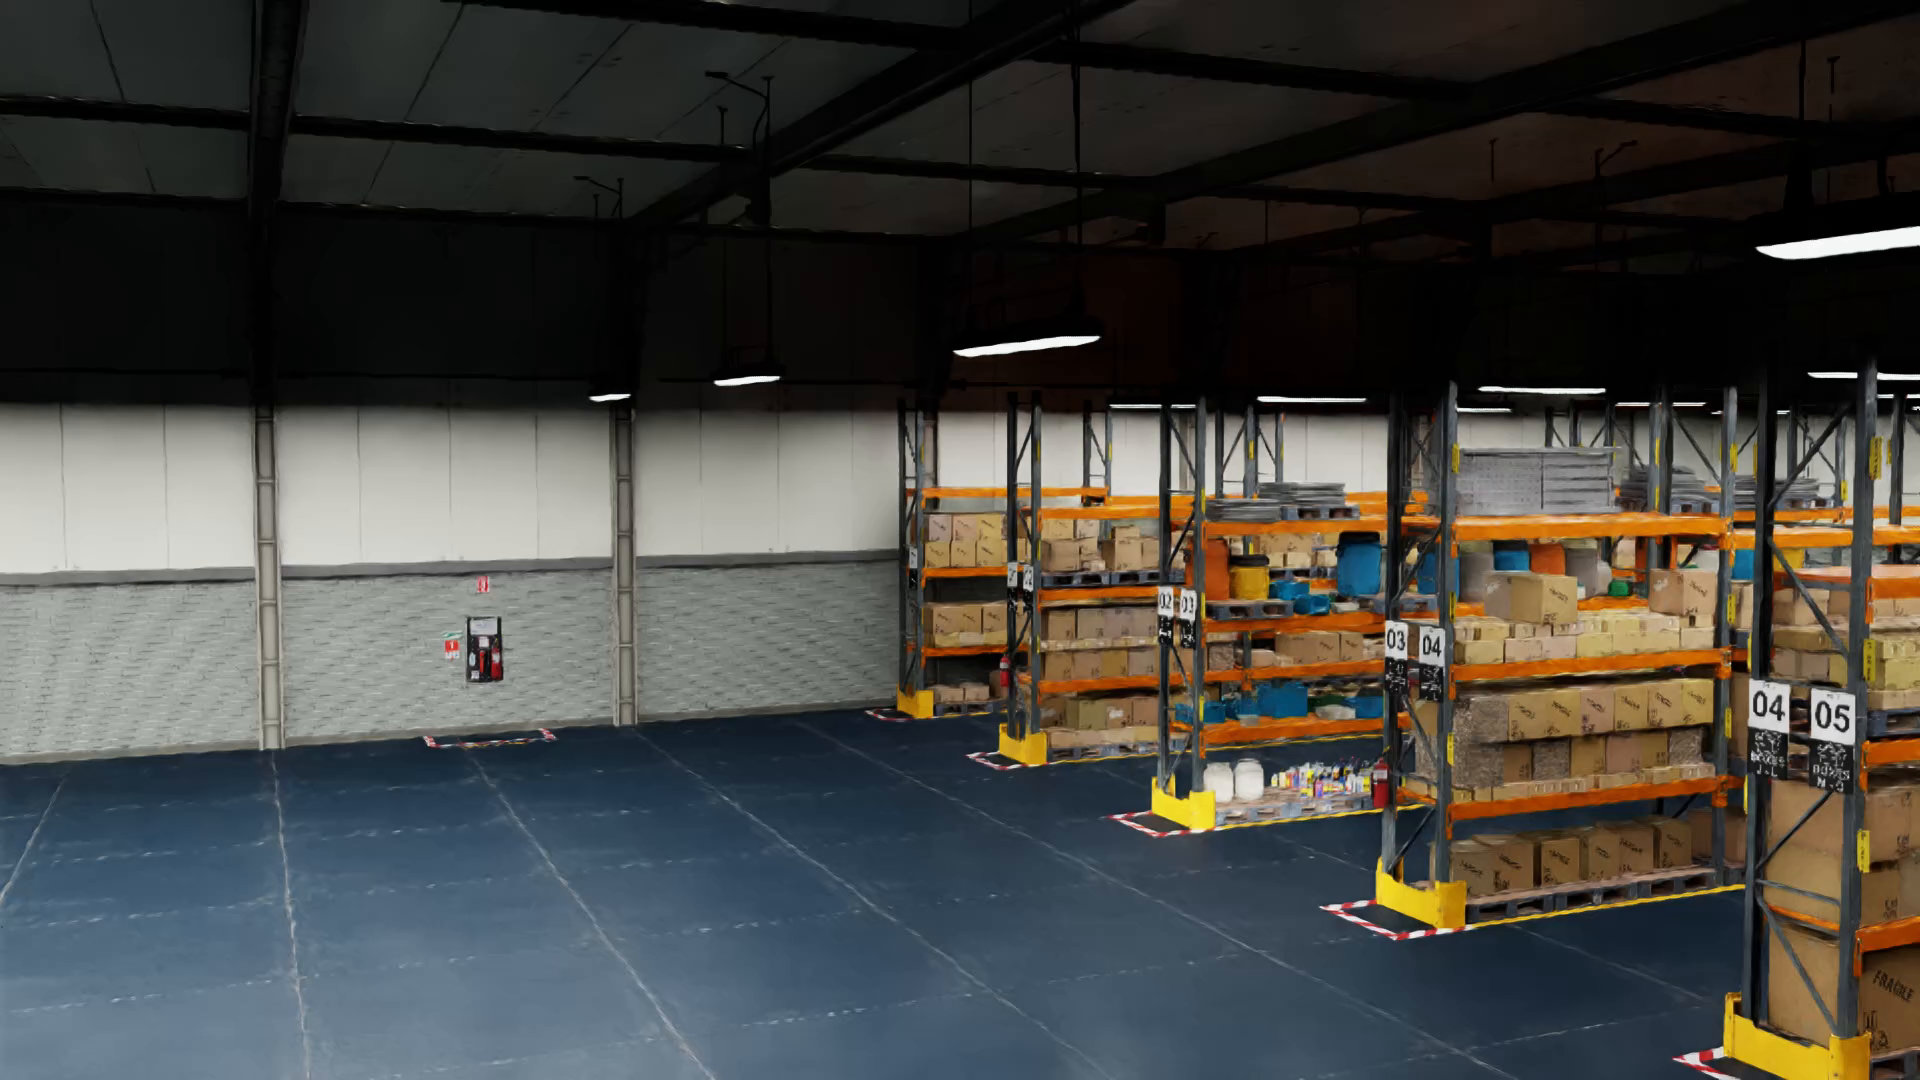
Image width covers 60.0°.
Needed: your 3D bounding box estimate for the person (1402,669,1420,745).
[{"bbox_3d":[7.837,2.669,28.469,0.987,1.622,0.448,-2,4,-31],"label":"person"}]
